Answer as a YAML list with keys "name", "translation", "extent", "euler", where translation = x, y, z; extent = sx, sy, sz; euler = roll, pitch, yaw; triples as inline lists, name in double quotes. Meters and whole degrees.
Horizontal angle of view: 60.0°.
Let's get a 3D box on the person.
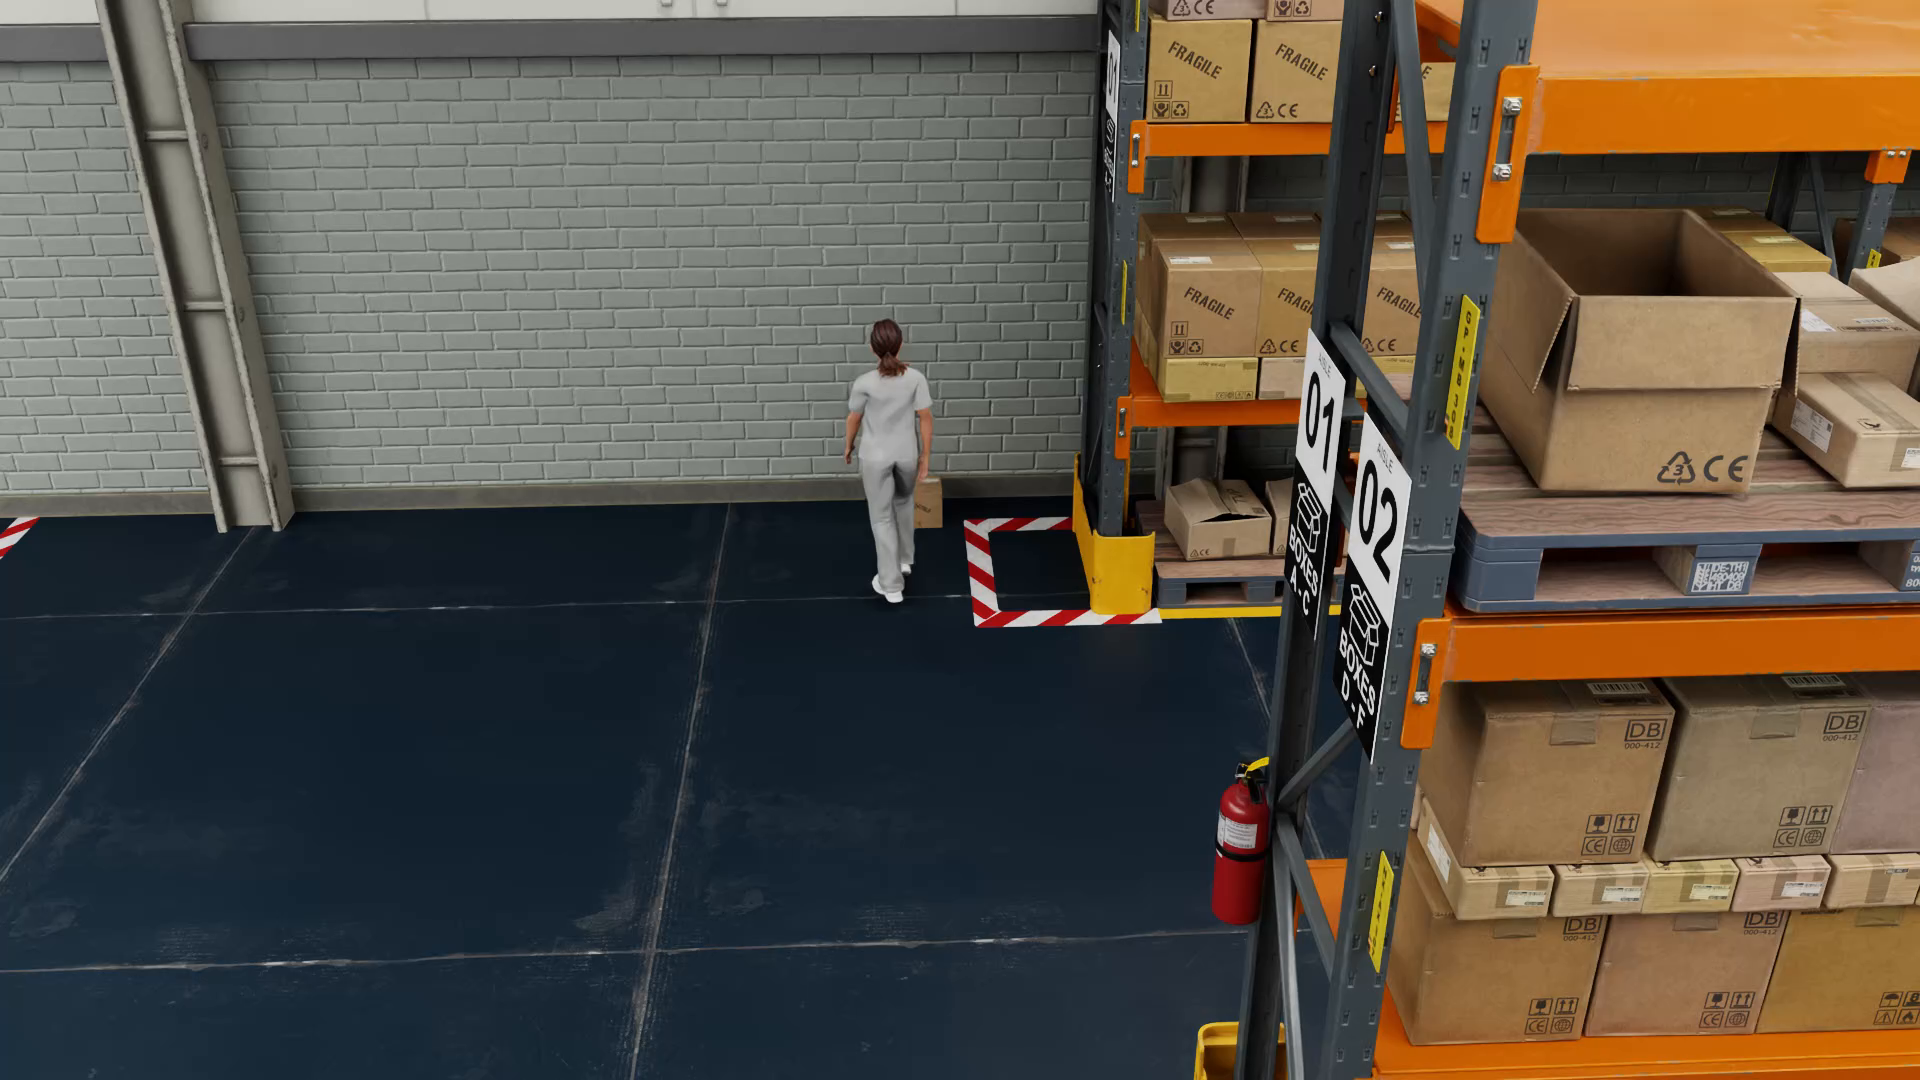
- name: "person"
  translation: [-0.406, -0.442, 9.492]
  extent: [0.460, 1.736, 0.513]
  euler: [-9, 29, -16]
